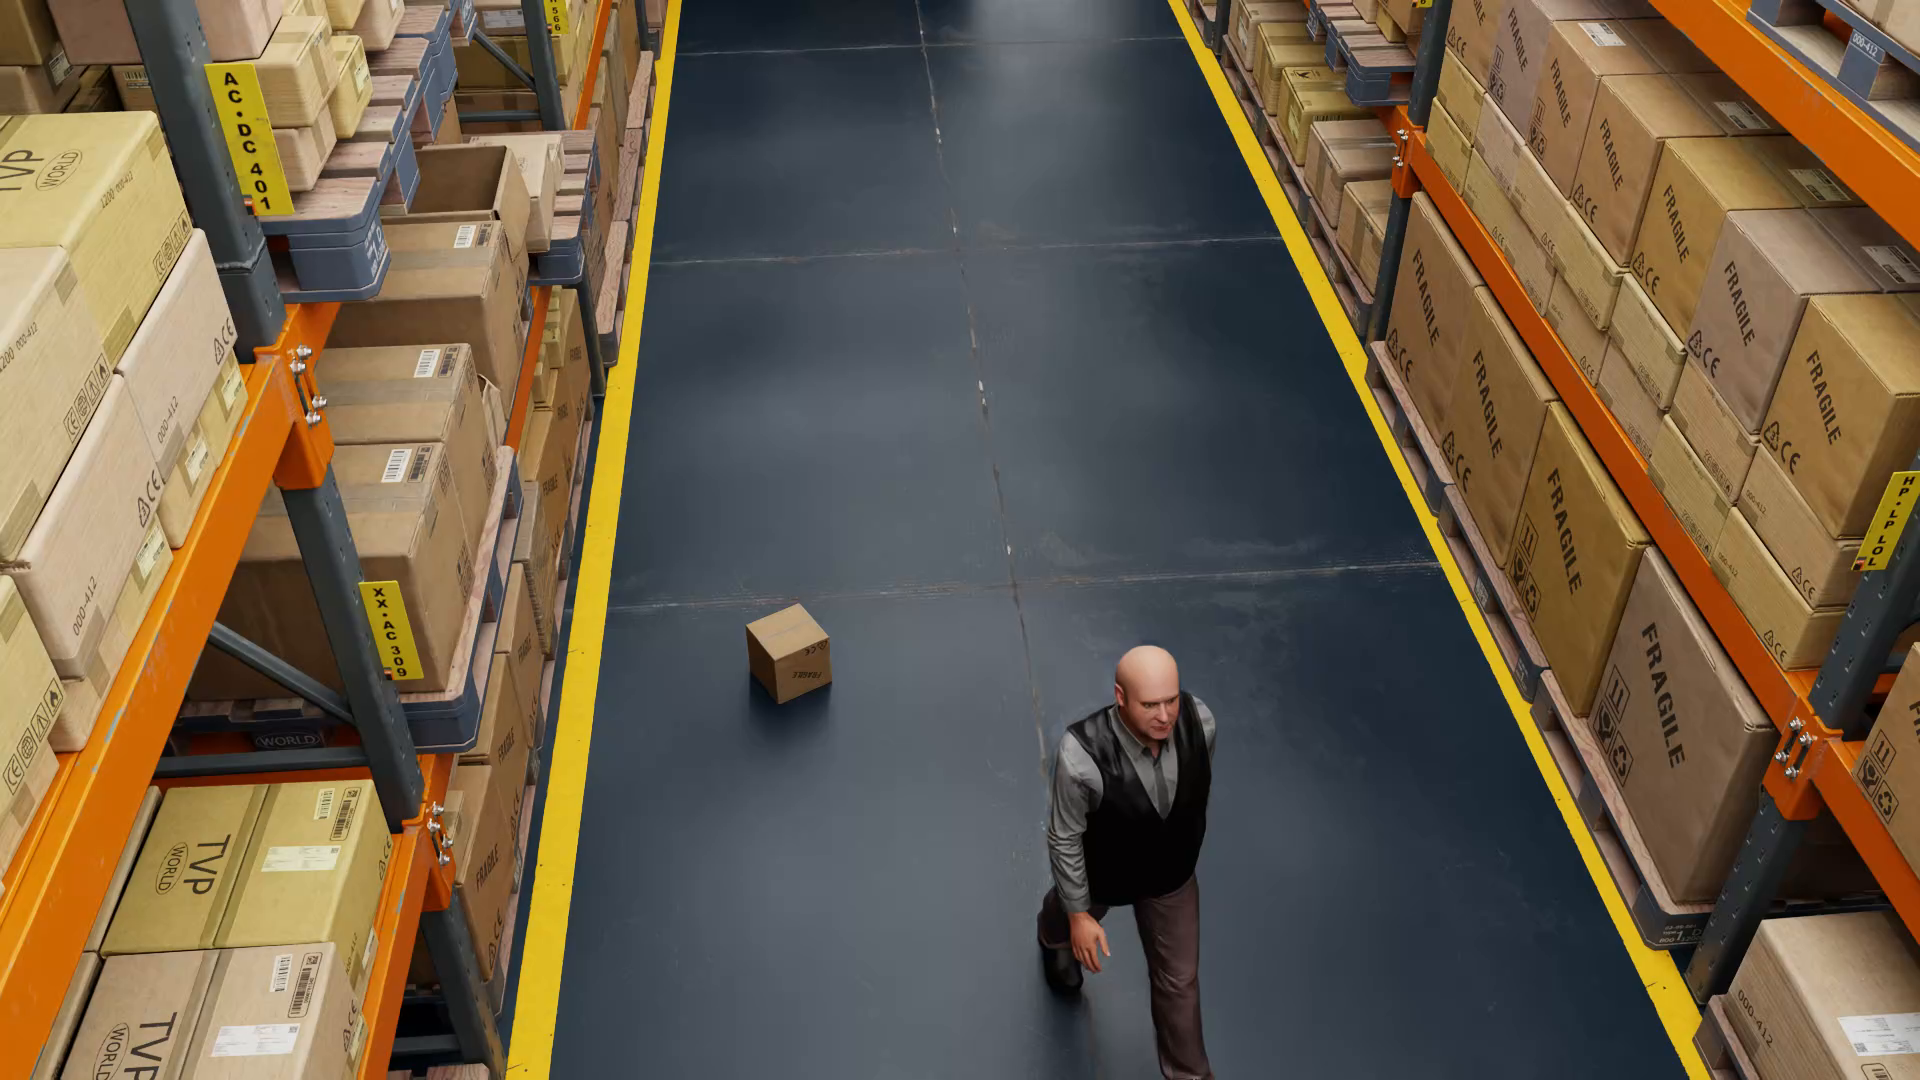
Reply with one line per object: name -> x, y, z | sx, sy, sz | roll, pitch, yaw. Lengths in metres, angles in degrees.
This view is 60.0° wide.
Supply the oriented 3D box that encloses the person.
person -> 0.530, 1.027, 4.943 | 0.584, 1.574, 1.035 | -12, 40, -14
